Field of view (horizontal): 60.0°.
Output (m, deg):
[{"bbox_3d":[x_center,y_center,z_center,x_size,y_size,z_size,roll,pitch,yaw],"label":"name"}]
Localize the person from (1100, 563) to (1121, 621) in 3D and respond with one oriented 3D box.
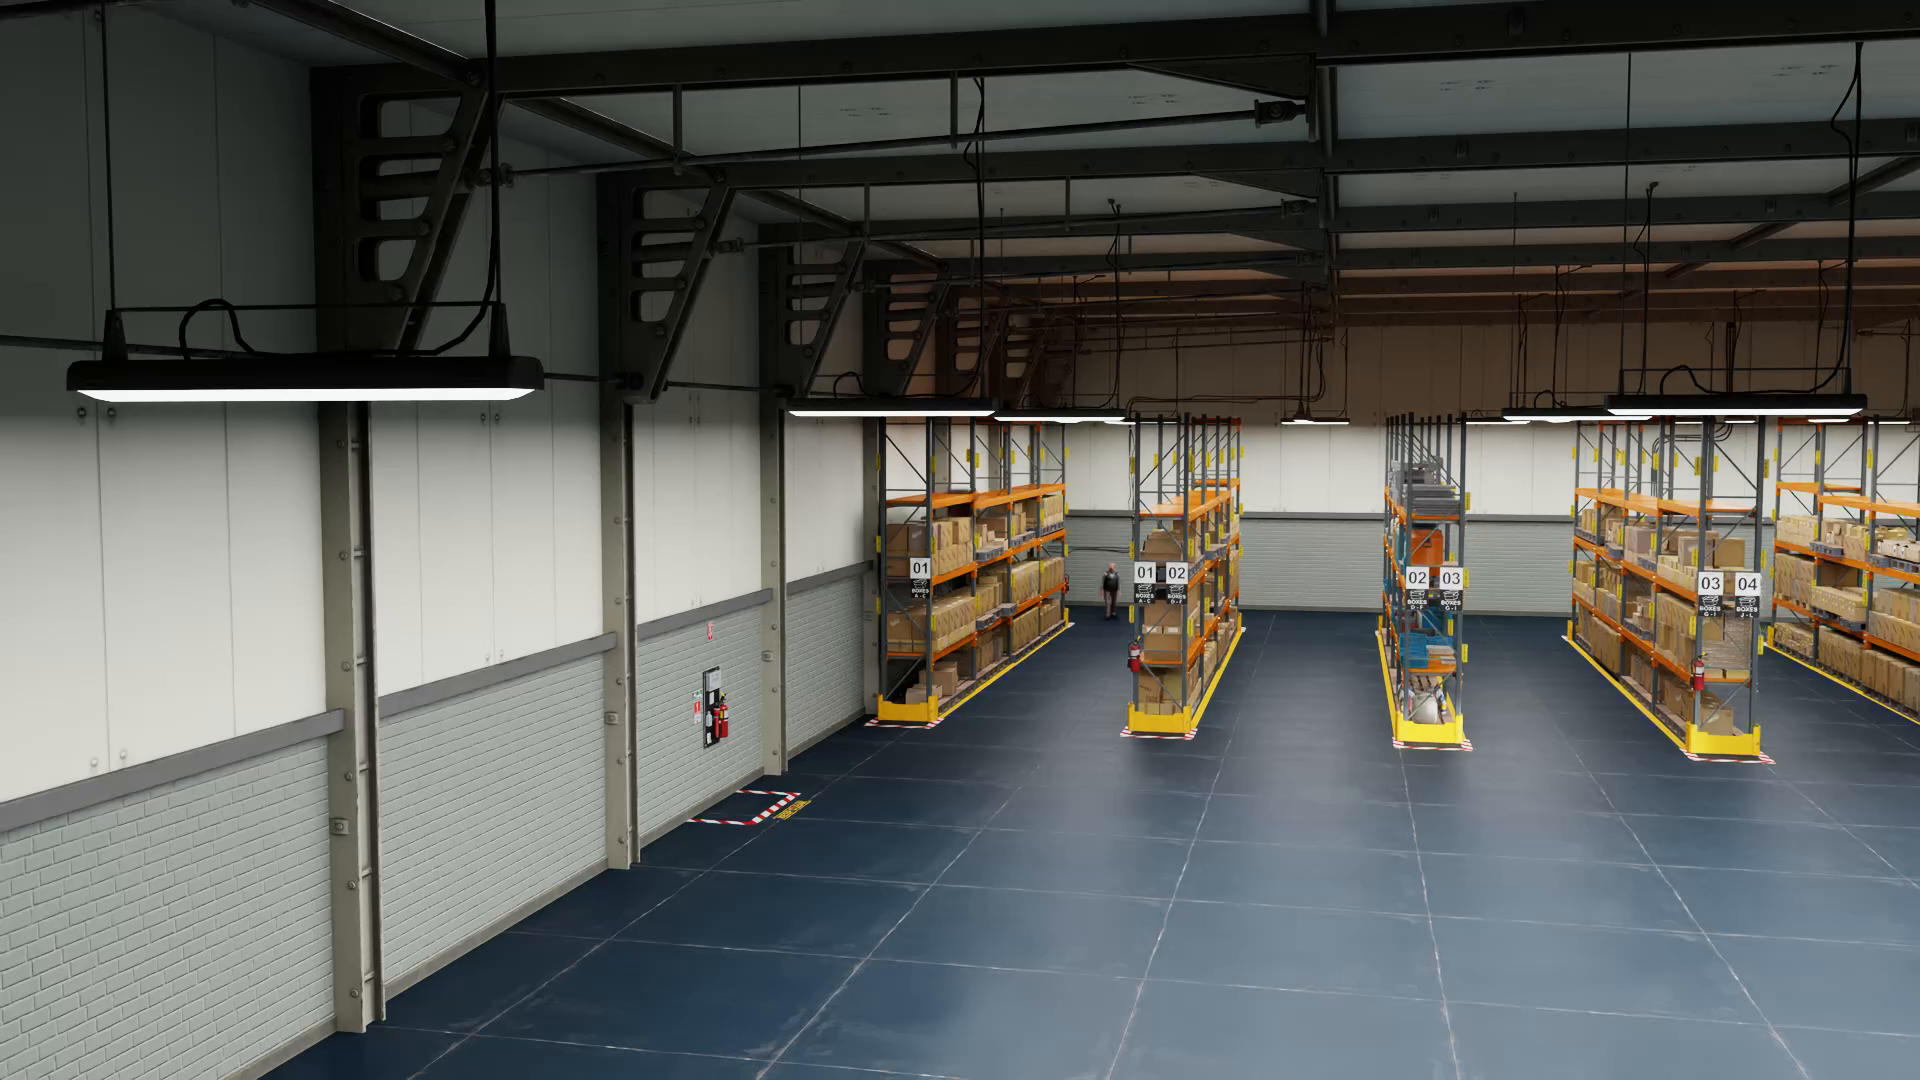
[{"bbox_3d":[4.497,1.574,49.472,0.617,1.623,0.908,-1,4,-12],"label":"person"}]
